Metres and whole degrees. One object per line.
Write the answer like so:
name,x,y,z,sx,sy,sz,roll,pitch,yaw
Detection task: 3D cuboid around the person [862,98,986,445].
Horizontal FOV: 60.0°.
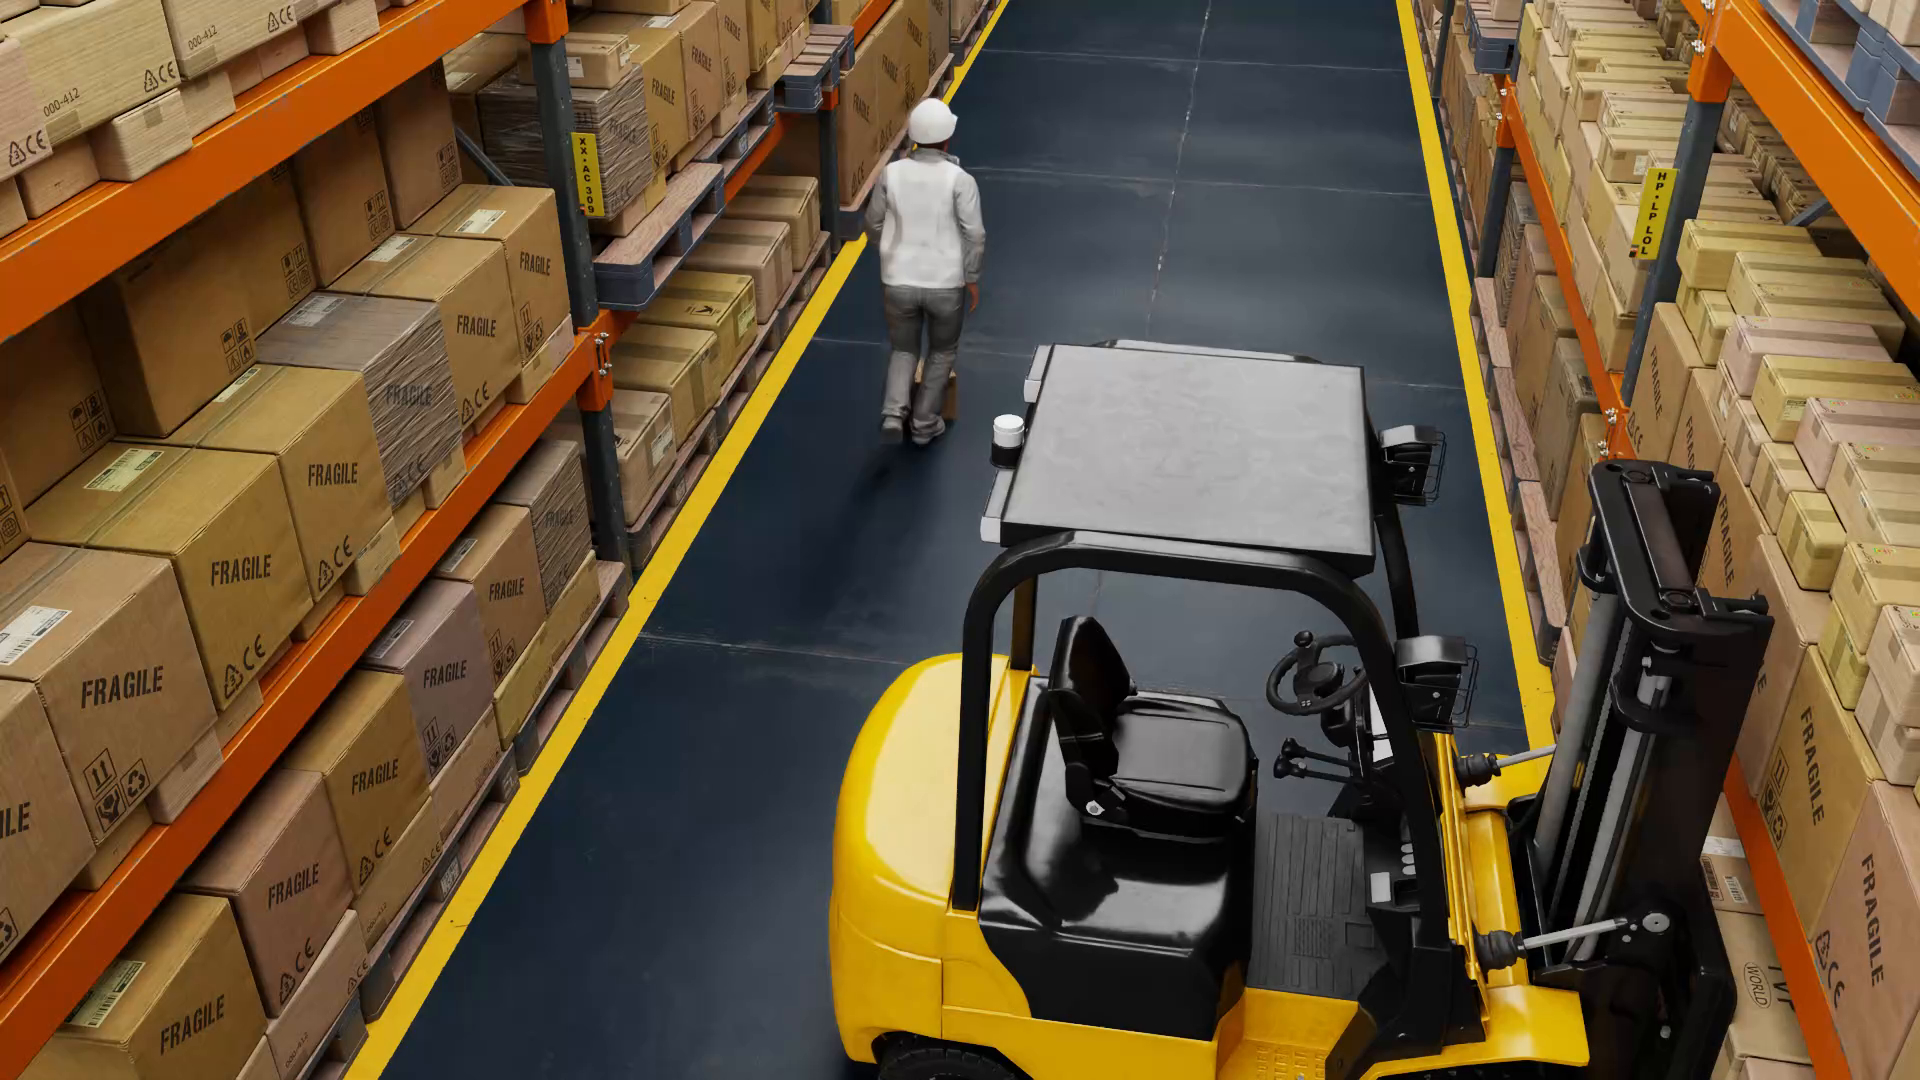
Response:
person,-0.183,-1.235,8.111,0.631,1.726,0.744,6,33,10
